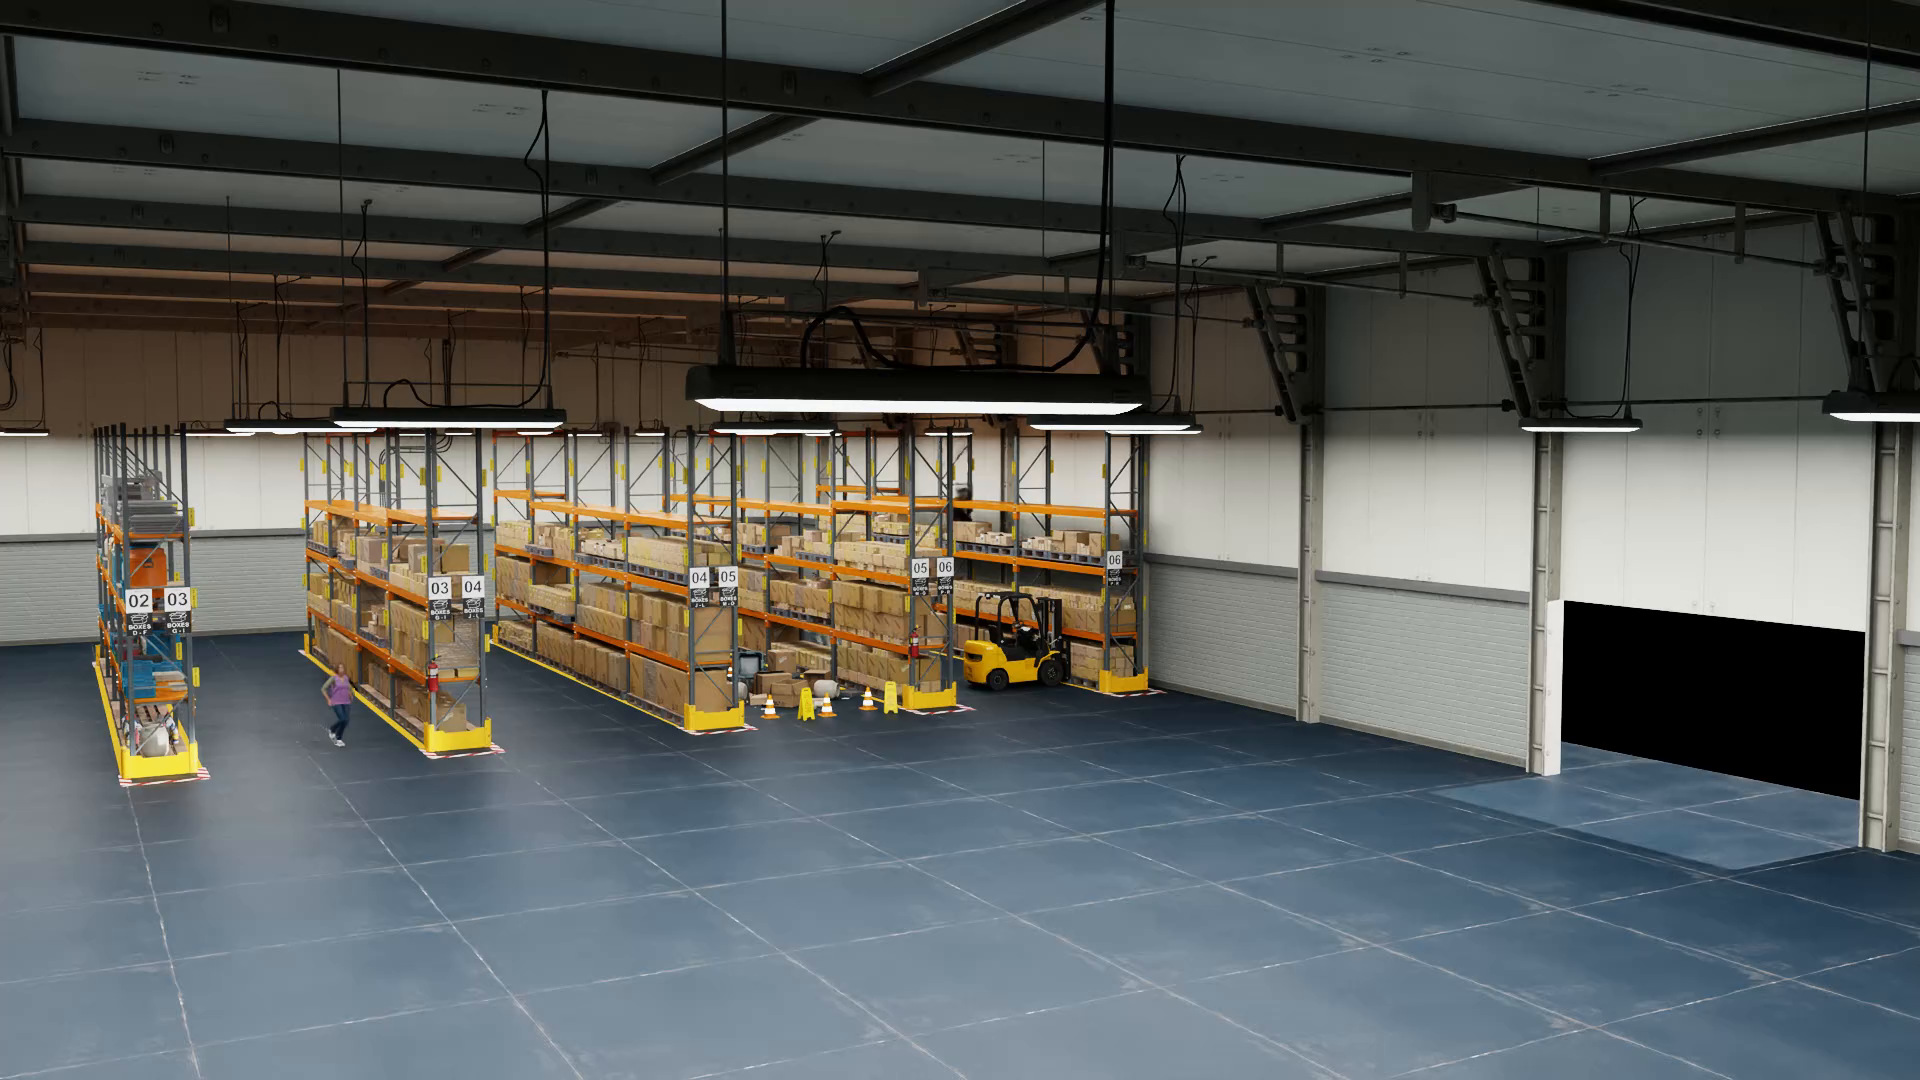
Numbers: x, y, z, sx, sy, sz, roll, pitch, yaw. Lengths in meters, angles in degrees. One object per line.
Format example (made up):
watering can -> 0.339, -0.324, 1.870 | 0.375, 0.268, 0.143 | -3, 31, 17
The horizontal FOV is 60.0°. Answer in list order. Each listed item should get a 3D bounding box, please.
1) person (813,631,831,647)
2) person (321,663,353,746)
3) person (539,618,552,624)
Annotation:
person -> -3.732, 2.118, 44.960 | 0.685, 1.826, 0.777 | -2, 4, -31
person -> -11.511, 3.066, 30.943 | 0.541, 1.560, 0.532 | 2, 4, 36
person -> -11.938, 1.975, 48.195 | 0.685, 1.683, 0.693 | 0, 3, 0
